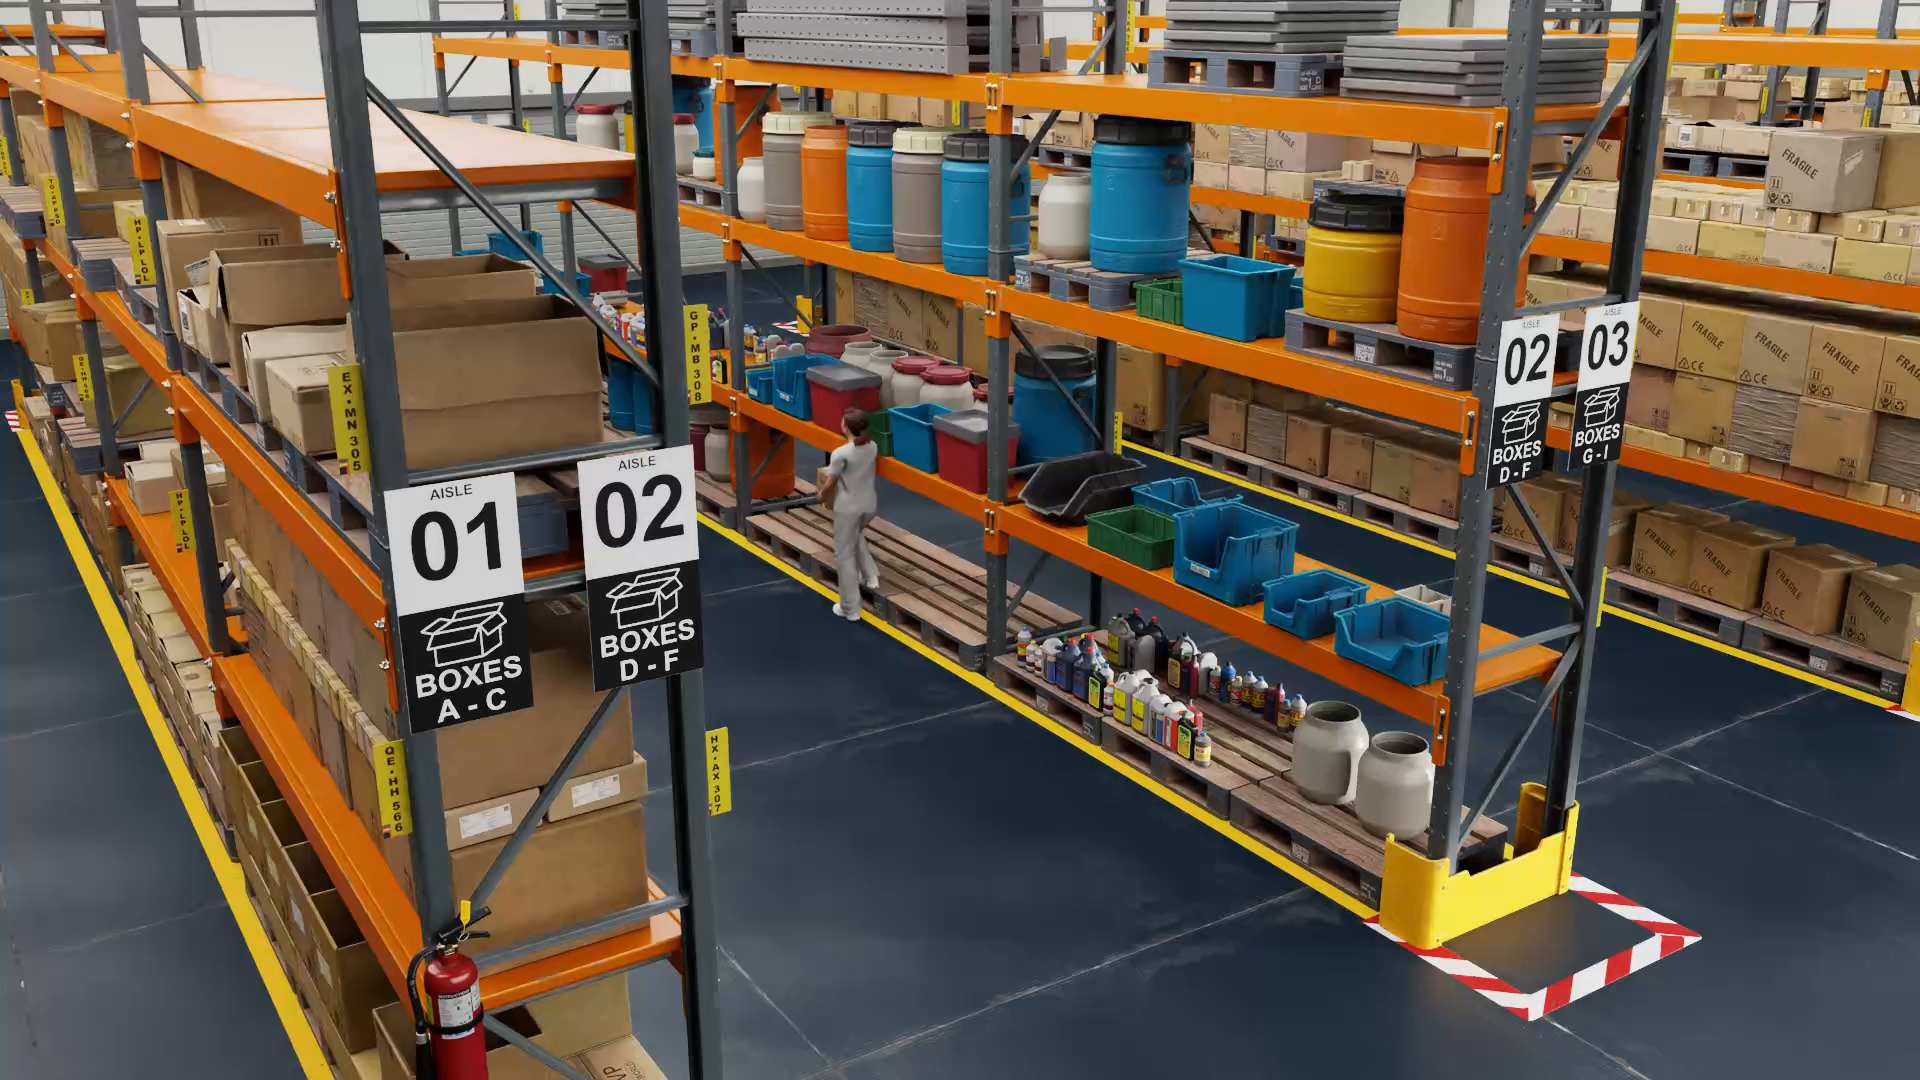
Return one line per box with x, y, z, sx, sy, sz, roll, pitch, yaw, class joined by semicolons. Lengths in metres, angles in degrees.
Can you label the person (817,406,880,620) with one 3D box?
-0.850;-0.230;12.759;0.452;1.674;0.536;-13;22;-35;person
